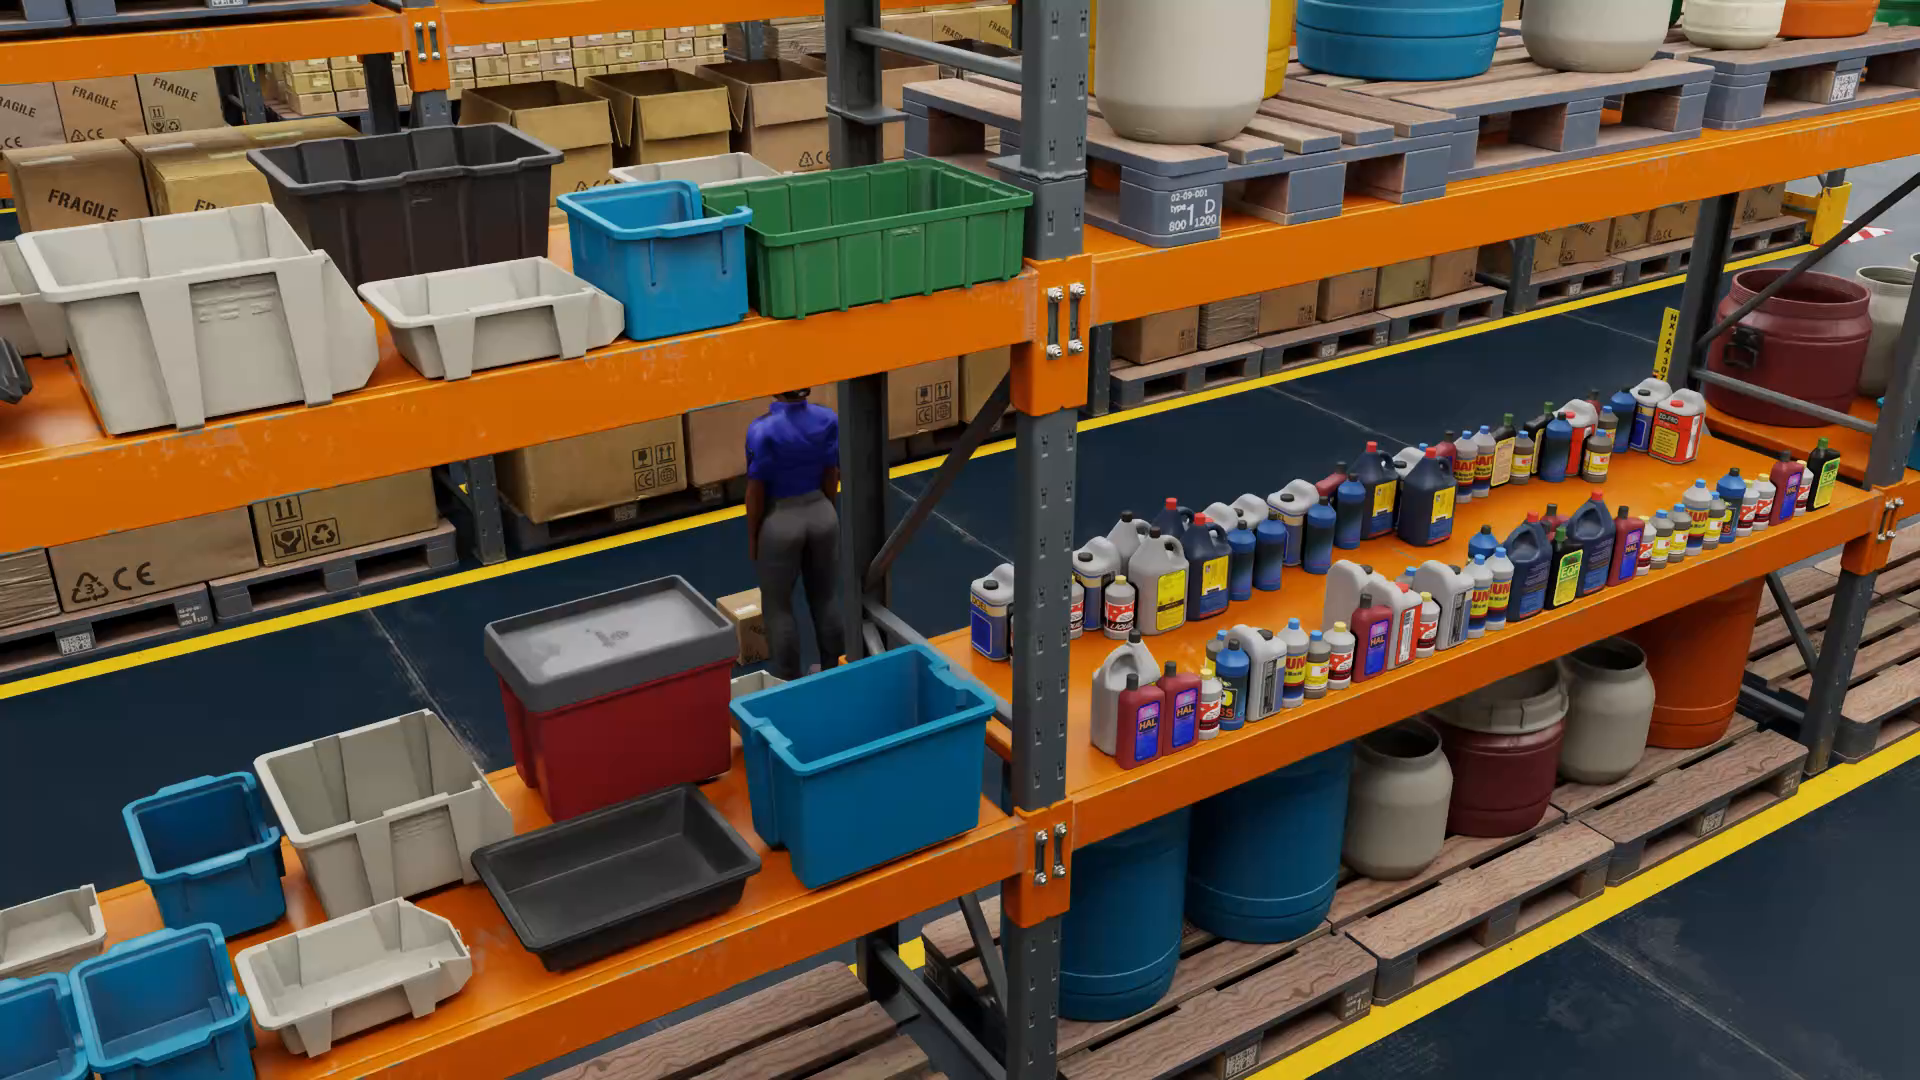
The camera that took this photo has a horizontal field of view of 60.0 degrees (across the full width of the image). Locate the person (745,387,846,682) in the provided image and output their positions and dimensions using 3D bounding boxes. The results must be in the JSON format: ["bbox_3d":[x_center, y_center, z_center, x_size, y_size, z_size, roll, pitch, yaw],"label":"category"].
[{"bbox_3d":[-0.724,-0.043,7.209,0.435,1.658,0.305,-15,29,-28],"label":"person"}]
